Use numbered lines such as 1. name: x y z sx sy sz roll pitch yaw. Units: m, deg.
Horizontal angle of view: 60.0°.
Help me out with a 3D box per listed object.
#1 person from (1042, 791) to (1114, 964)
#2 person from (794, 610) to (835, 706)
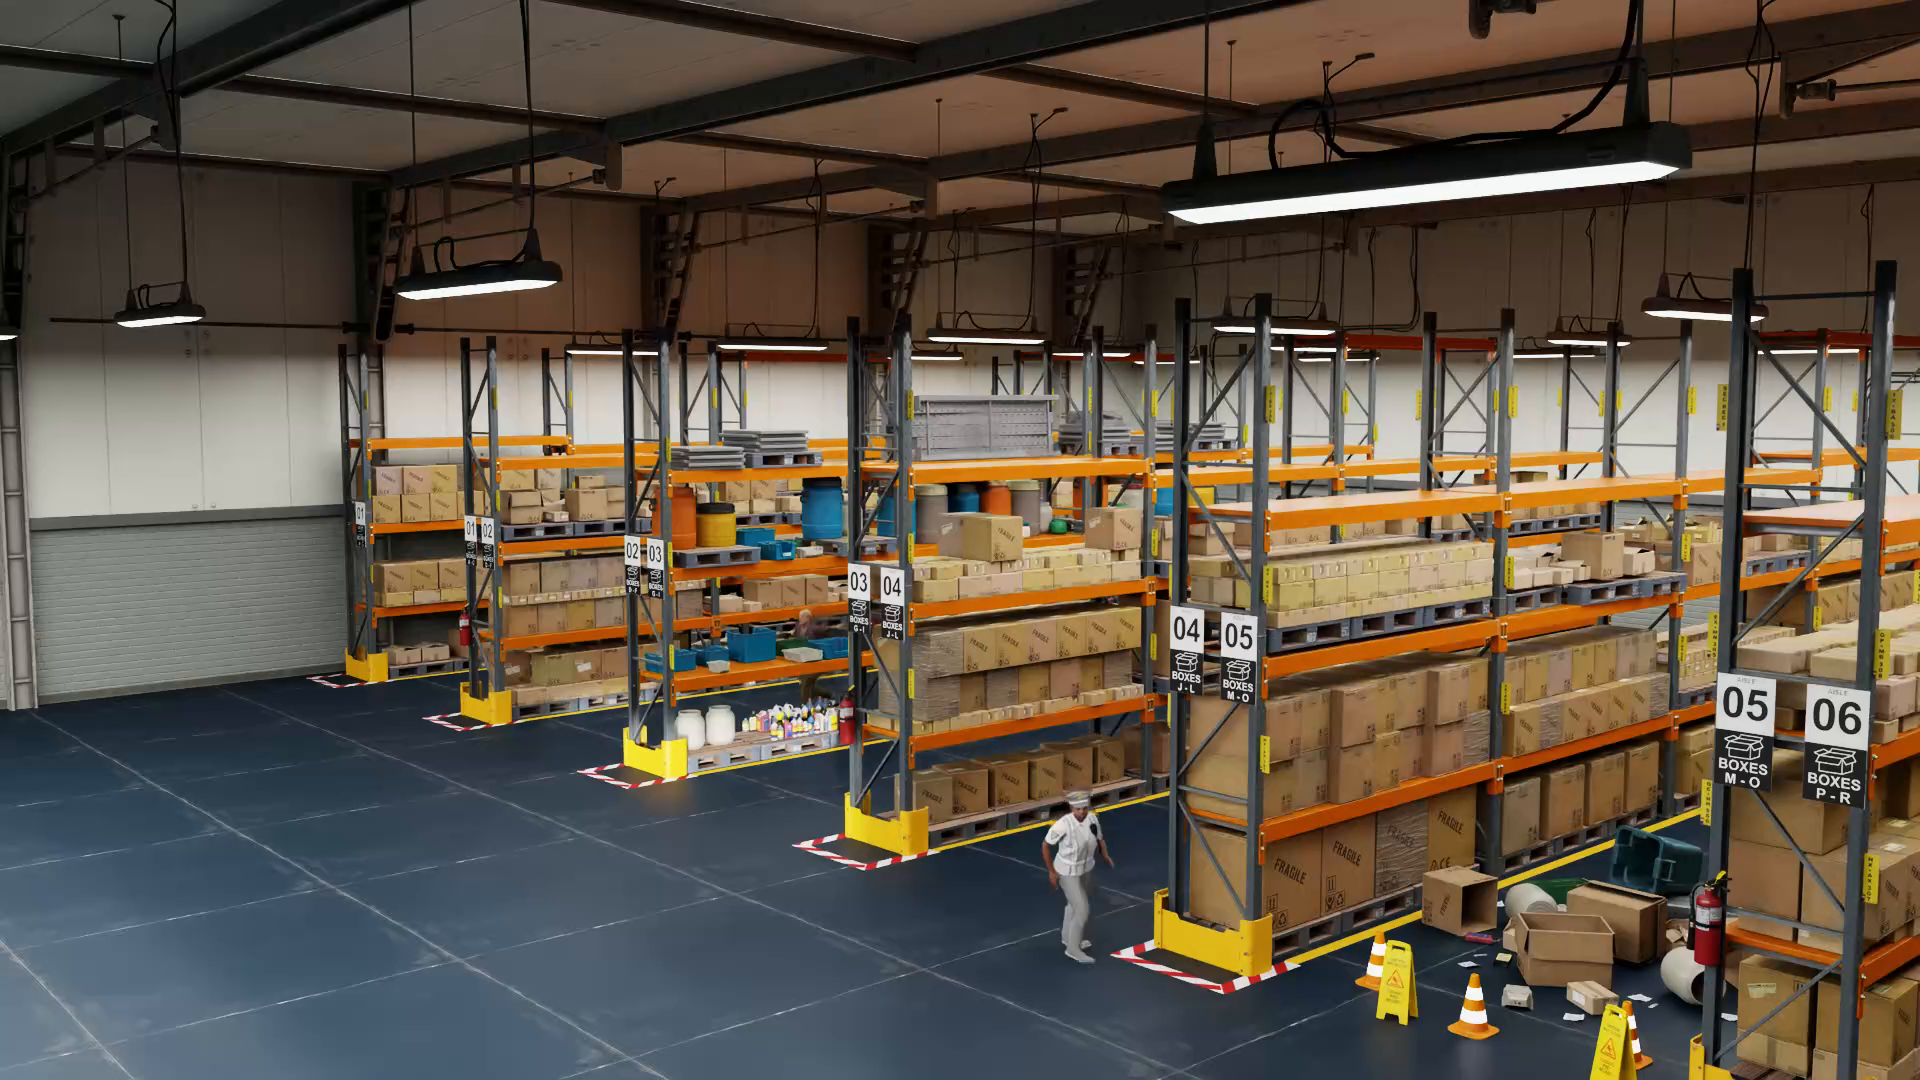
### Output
1. person: 1.093 3.034 15.132 0.612 1.614 0.759 -5 7 -43
2. person: -2.306 1.948 26.311 0.701 1.743 0.883 5 7 43
